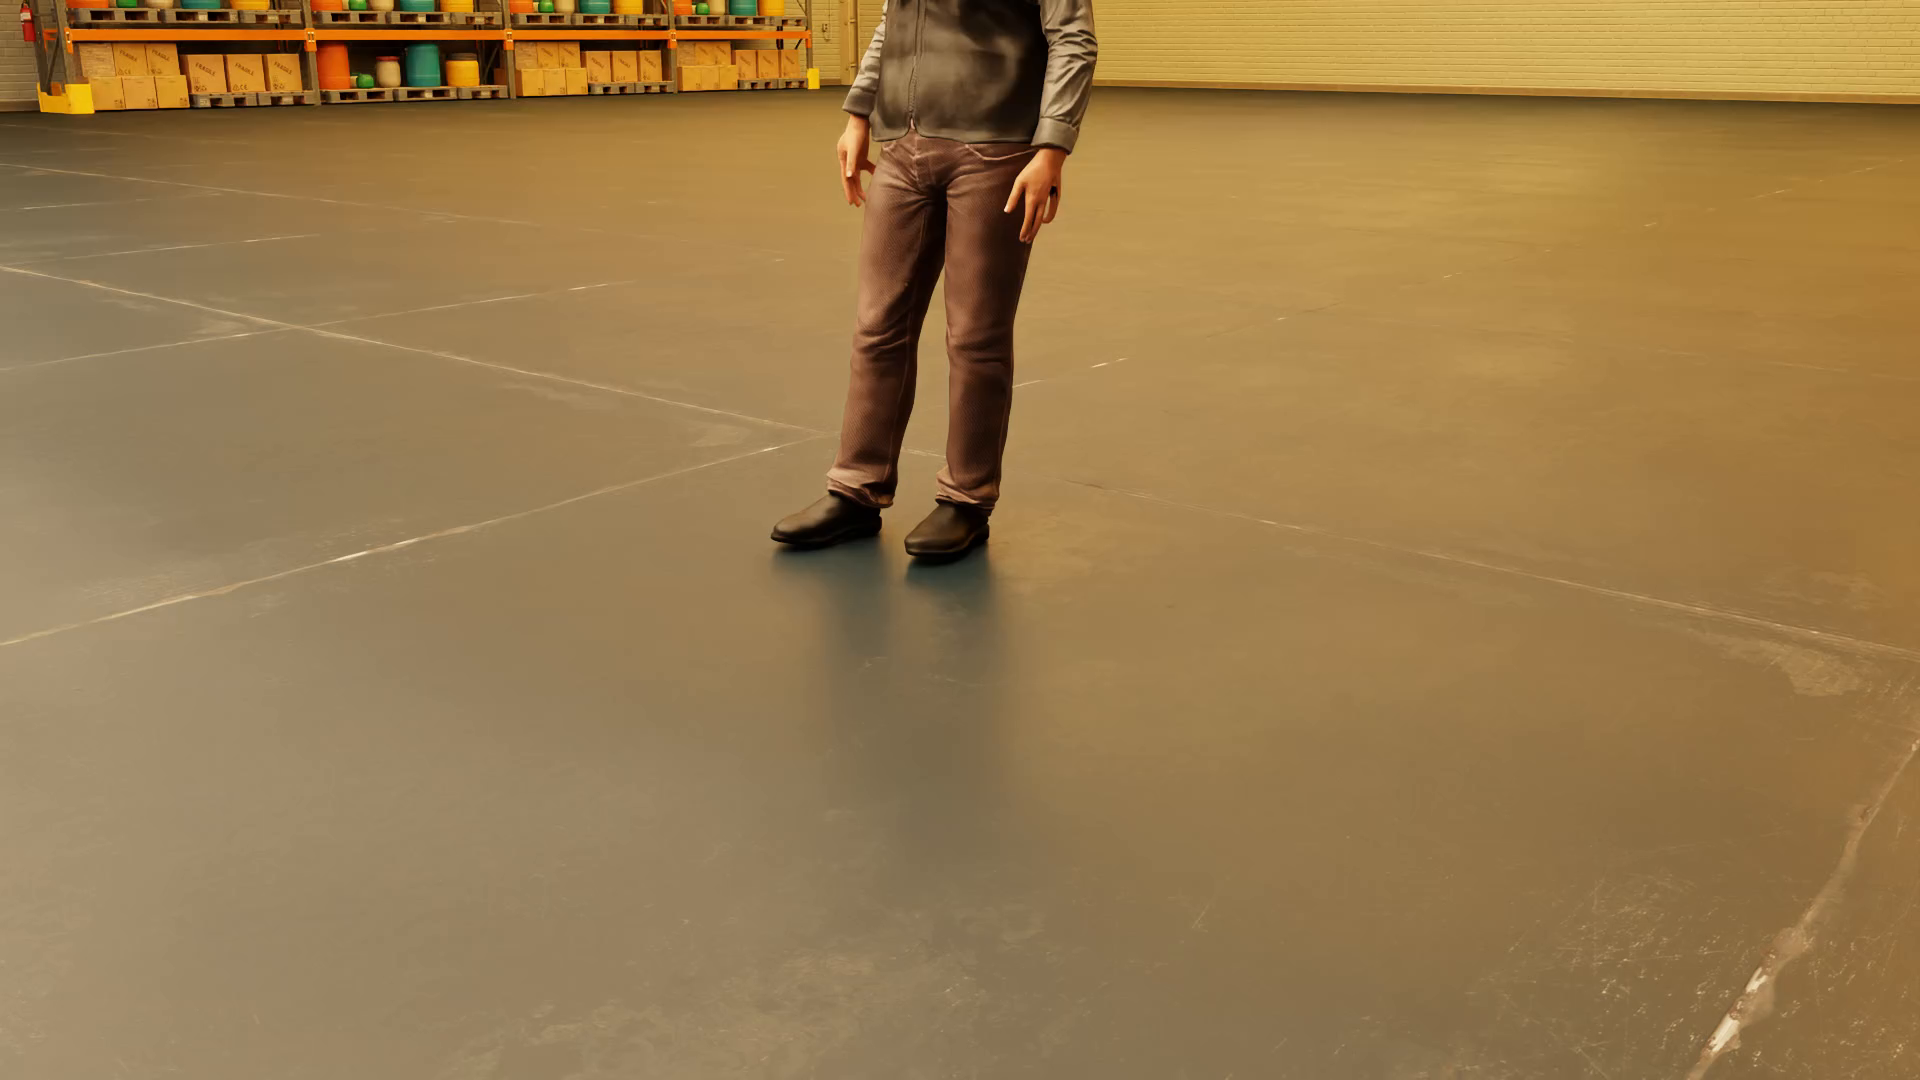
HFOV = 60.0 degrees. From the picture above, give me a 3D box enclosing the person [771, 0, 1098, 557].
[{"bbox_3d":[-0.046,-0.818,3.649,0.632,1.720,0.568,13,21,37],"label":"person"}]
